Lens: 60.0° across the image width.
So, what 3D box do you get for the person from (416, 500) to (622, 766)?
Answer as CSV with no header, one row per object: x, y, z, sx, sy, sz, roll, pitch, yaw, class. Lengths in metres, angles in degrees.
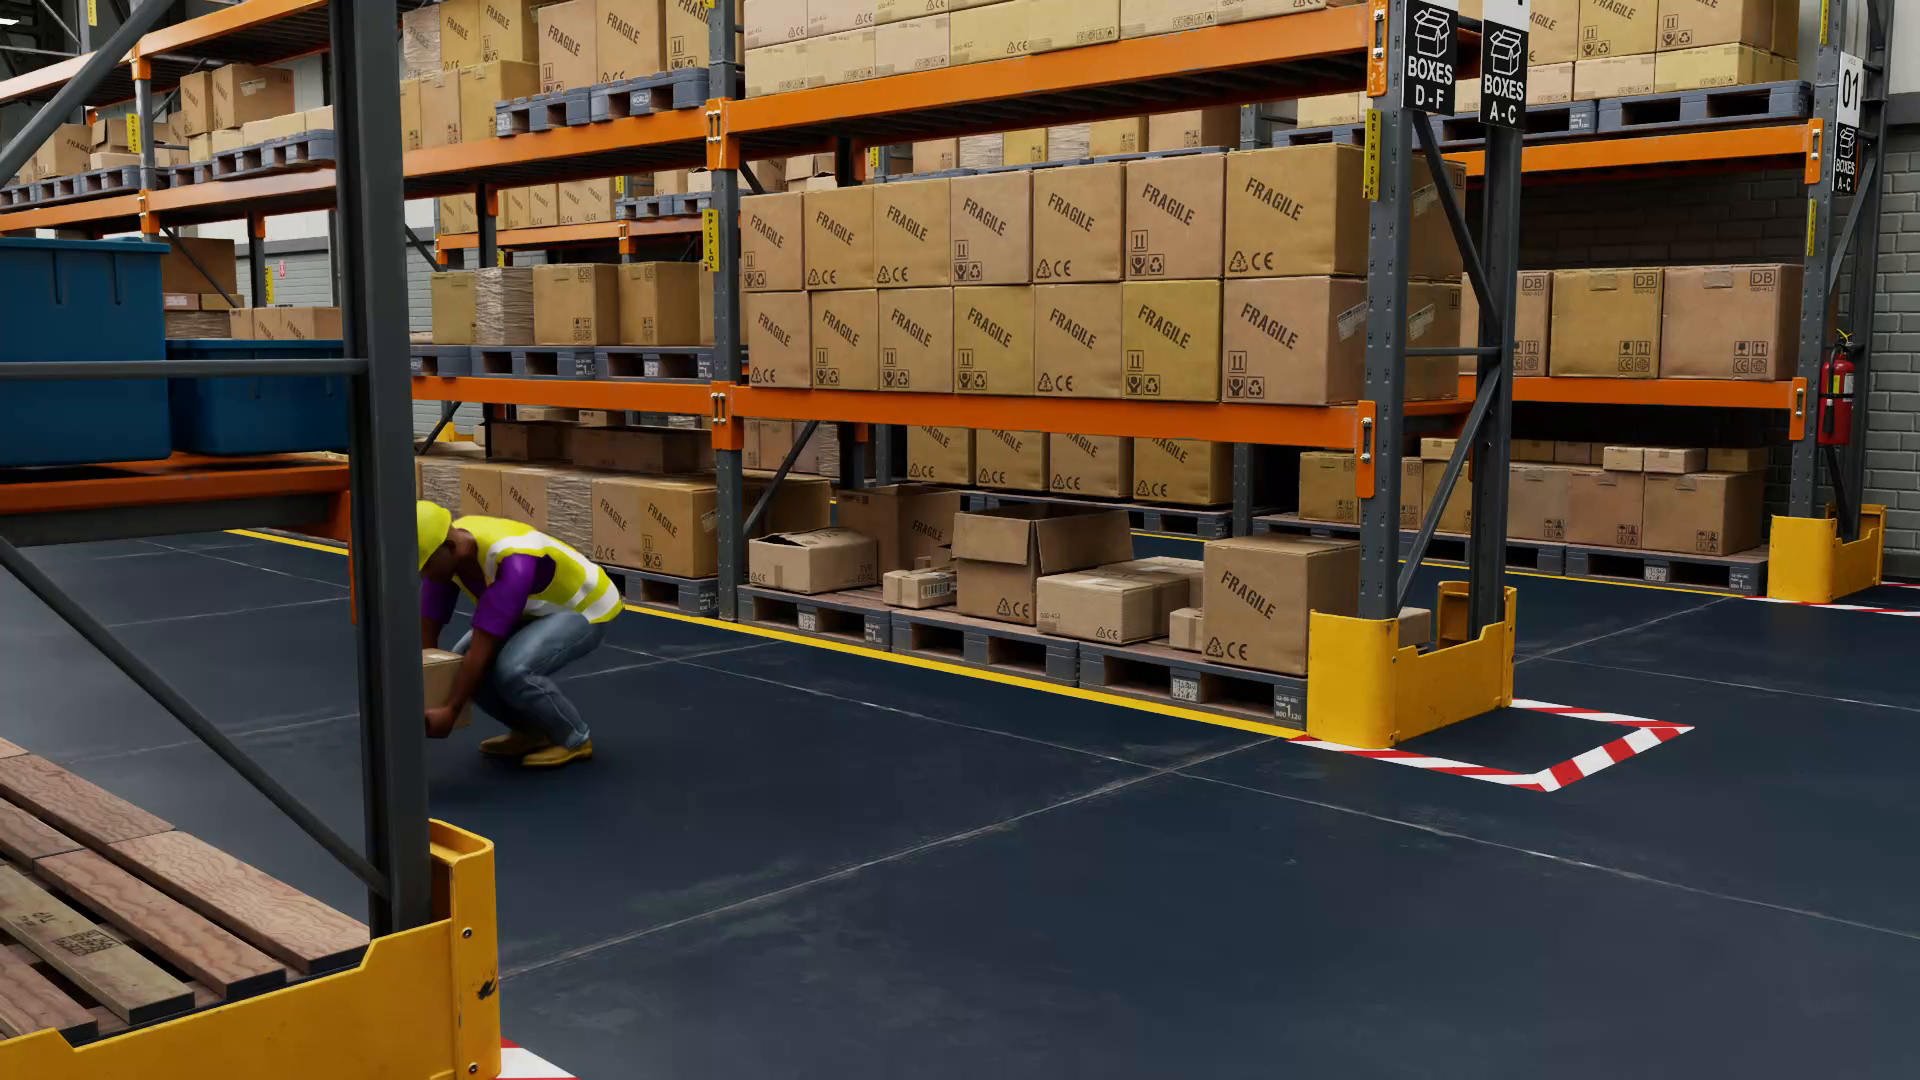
-1.658,0.334,6.073,0.537,1.010,0.912,6,9,42,person
